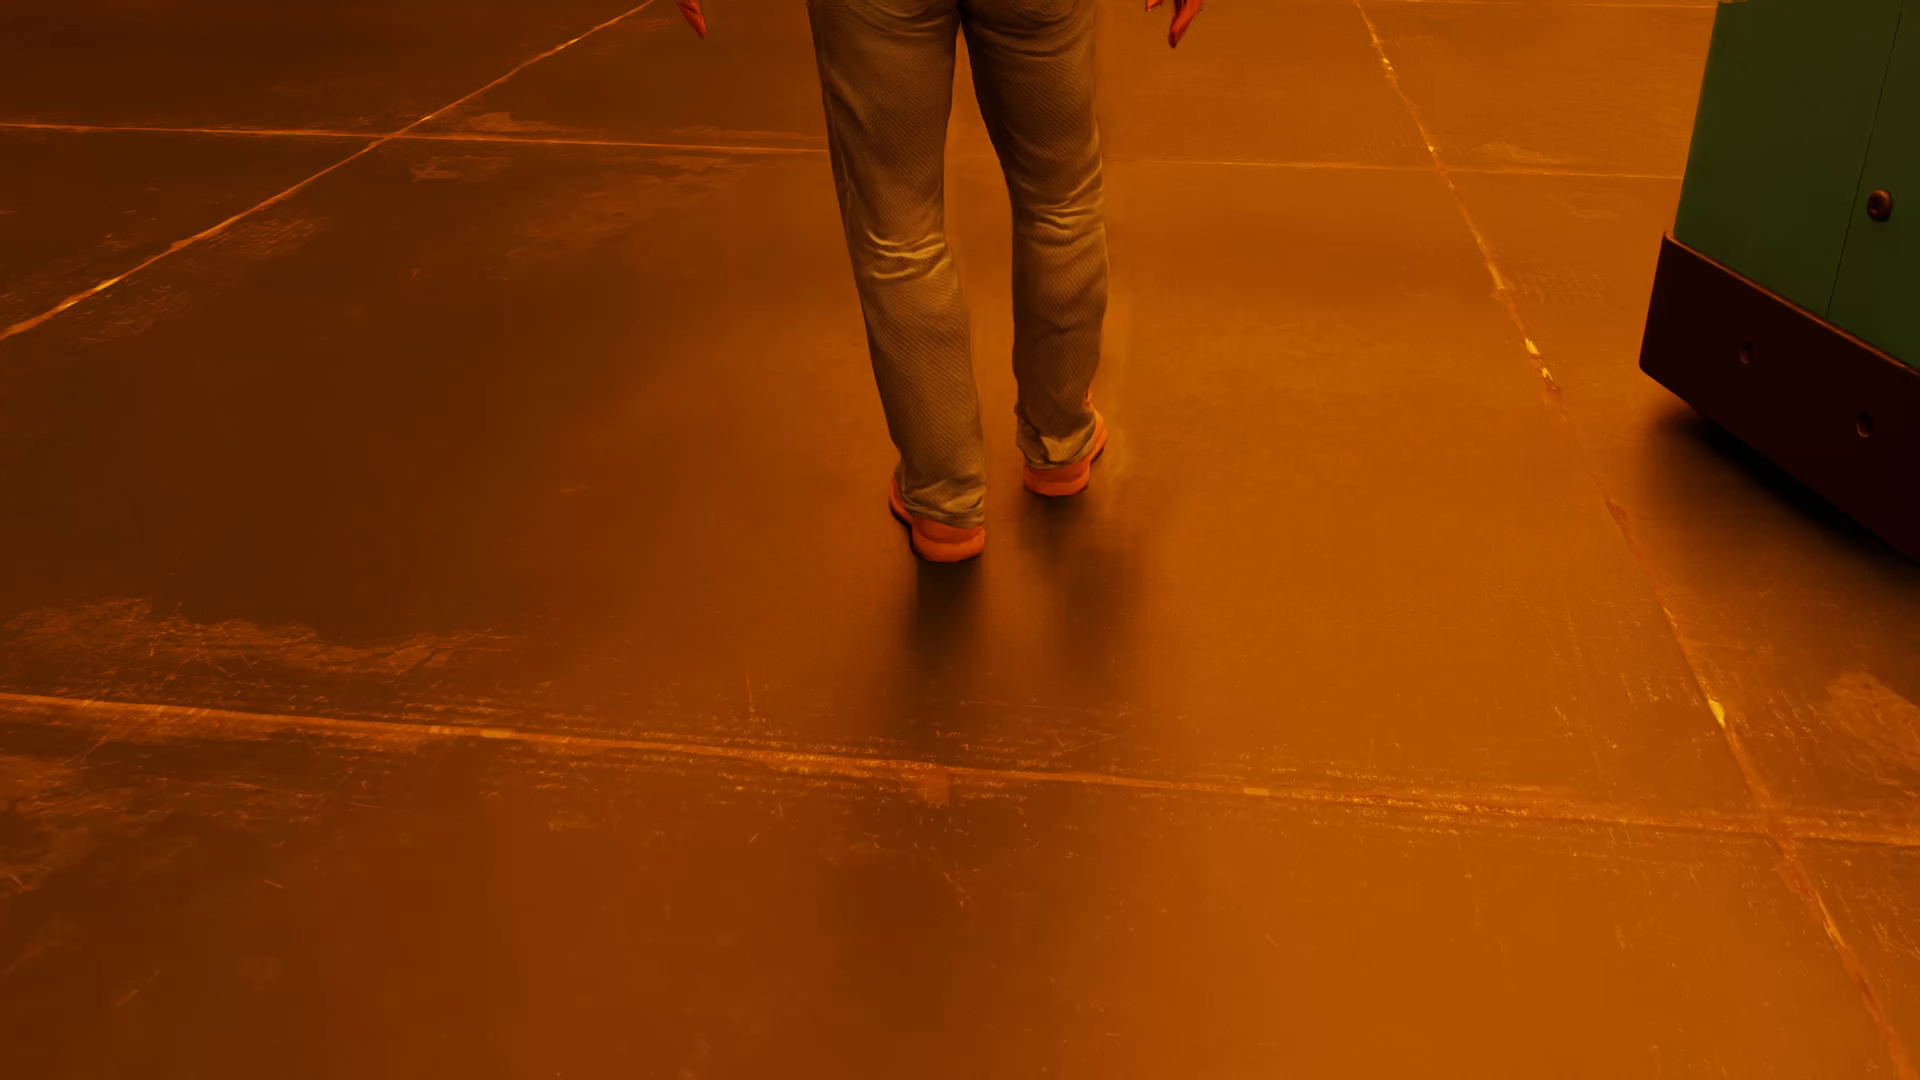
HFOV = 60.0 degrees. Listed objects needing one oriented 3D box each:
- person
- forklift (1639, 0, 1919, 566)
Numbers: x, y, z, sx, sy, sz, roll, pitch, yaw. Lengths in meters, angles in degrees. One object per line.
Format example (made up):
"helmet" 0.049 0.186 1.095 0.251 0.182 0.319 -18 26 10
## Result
"person" -0.038 -0.839 2.231 0.718 1.761 0.525 -6 27 -11
"forklift" 2.763 -1.447 2.117 3.031 2.935 1.130 -4 27 -7
